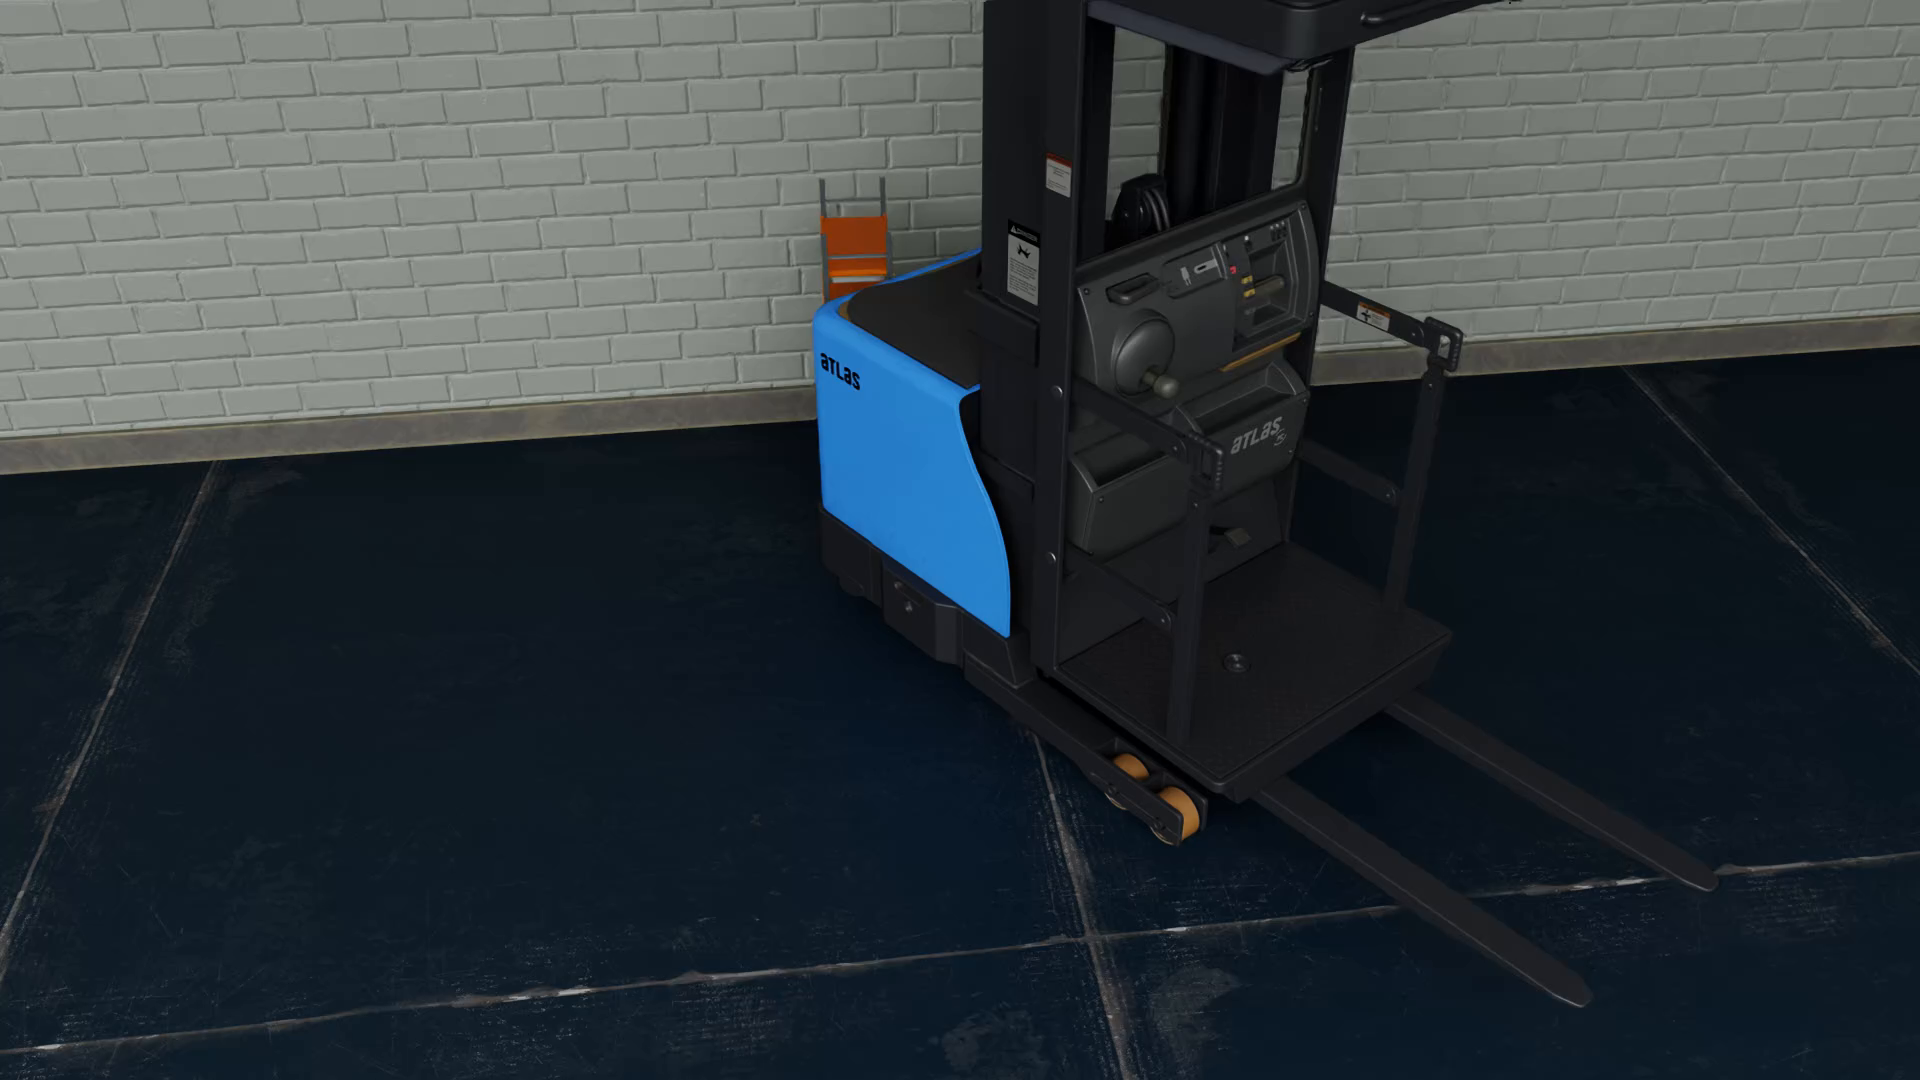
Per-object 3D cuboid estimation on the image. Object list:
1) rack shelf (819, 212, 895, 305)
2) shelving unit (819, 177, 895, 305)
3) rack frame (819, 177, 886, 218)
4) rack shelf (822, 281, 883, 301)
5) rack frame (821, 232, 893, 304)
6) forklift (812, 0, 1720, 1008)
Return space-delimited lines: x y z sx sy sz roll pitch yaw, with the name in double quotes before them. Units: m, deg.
"rack shelf" -0.372 -1.006 5.963 0.258 0.148 0.480 -3 34 -4
"shelving unit" -0.372 -0.681 6.184 0.258 1.200 0.503 -3 34 -4
"rack frame" -0.392 -0.818 6.385 0.240 1.200 0.015 -3 34 -4
"rack shelf" -0.372 -0.811 6.096 0.258 0.148 0.480 -3 34 -4
"rack frame" -0.352 -0.544 5.983 0.240 1.200 0.015 -3 34 -4
"forklift" 0.828 -0.634 4.578 1.130 2.935 3.031 -25 42 -32
